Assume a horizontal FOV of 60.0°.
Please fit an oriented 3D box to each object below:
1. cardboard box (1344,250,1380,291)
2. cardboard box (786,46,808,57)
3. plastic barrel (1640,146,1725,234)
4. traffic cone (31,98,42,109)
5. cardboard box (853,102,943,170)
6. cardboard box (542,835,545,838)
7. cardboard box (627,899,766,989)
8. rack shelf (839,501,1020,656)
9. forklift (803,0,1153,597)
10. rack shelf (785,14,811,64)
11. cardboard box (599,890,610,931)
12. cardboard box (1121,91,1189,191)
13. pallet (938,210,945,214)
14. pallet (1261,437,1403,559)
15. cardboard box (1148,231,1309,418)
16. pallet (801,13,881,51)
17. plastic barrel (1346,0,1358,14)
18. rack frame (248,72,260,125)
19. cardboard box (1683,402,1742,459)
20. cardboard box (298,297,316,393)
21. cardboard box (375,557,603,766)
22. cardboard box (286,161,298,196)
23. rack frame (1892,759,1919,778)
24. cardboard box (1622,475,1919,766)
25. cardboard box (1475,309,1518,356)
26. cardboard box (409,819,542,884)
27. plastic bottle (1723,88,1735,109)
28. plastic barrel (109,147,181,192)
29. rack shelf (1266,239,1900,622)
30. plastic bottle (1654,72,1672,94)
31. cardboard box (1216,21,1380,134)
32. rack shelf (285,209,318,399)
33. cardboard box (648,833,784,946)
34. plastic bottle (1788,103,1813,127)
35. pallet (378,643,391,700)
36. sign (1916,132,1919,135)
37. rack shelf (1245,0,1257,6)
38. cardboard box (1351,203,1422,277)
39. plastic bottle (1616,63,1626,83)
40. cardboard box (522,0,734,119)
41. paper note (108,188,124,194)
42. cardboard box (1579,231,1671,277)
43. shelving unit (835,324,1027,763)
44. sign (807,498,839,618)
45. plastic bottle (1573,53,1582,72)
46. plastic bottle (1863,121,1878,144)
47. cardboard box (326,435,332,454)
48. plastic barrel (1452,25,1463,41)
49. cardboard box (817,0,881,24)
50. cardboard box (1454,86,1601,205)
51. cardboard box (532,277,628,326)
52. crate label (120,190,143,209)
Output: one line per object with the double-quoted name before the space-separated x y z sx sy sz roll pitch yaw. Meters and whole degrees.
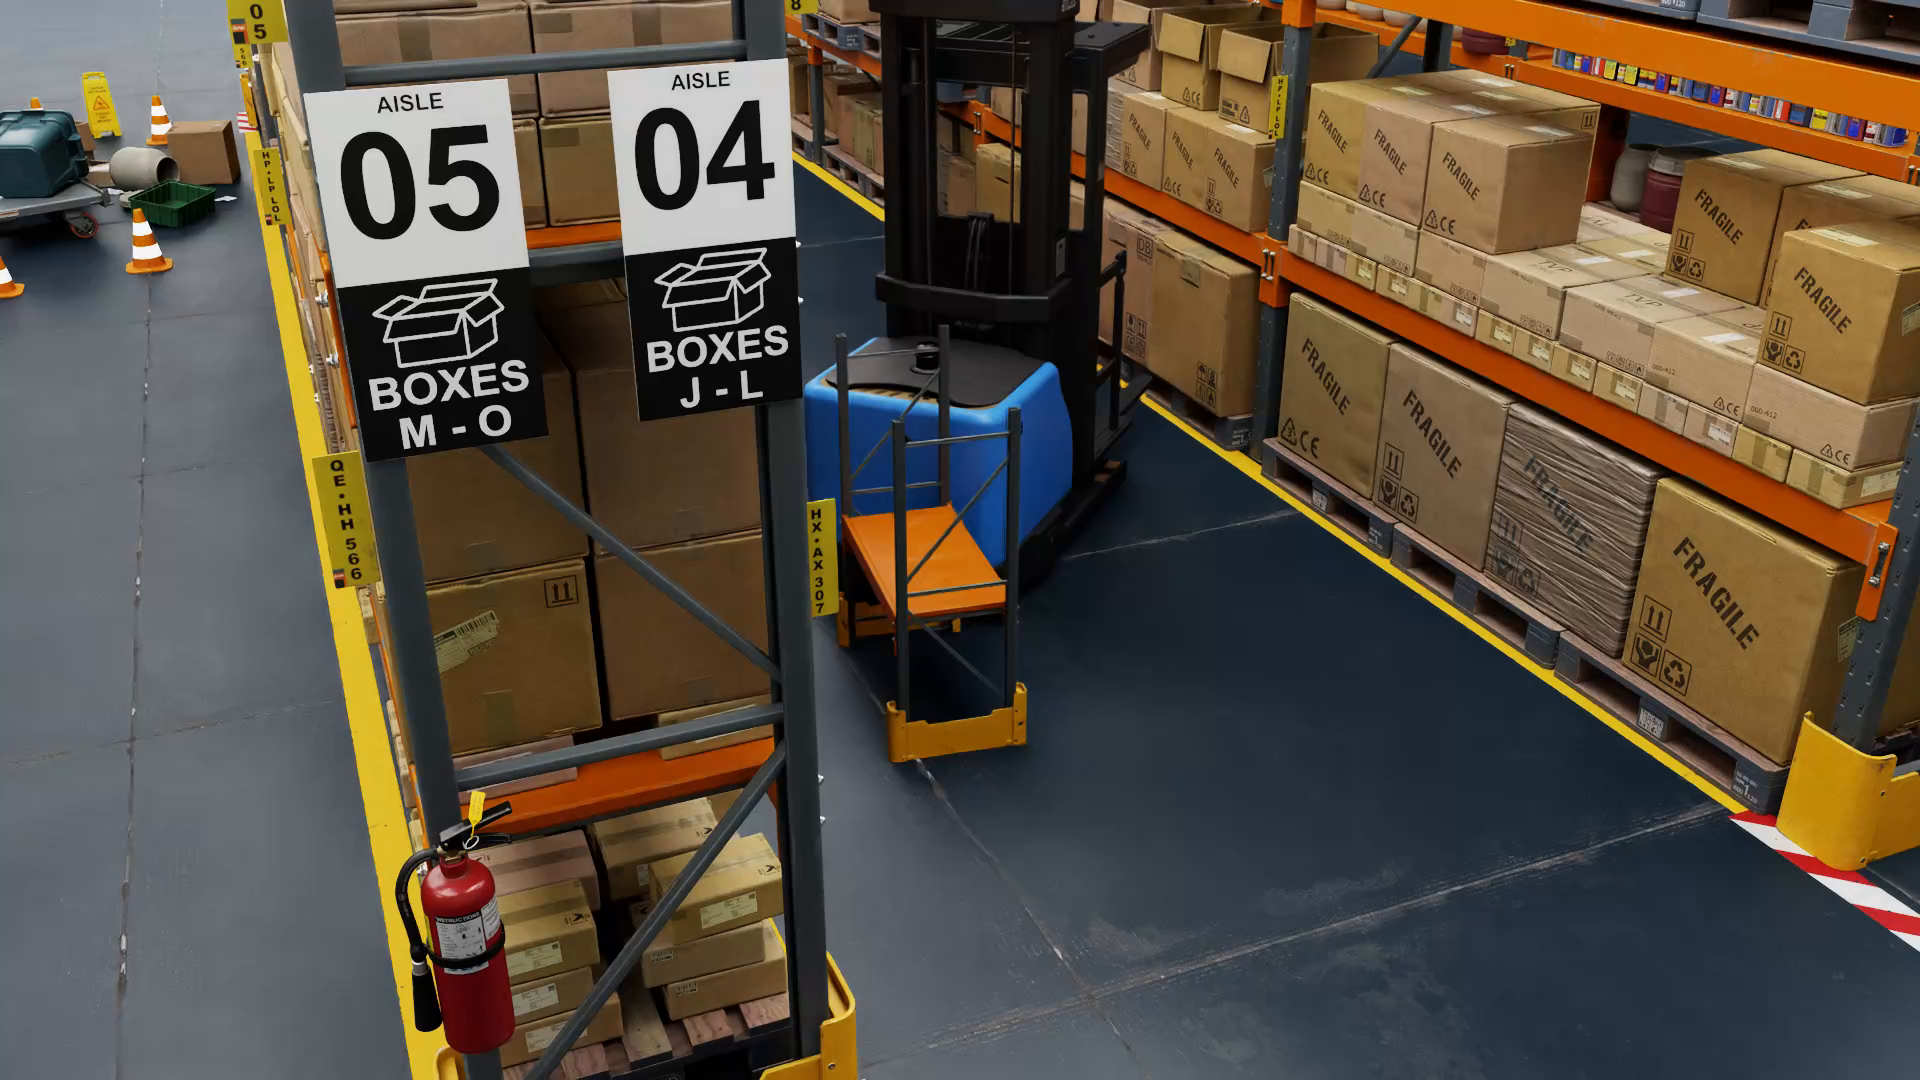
"cardboard box" 2.193 -1.393 8.470 0.380 0.149 0.250 -10 28 -19
"cardboard box" -1.800 -5.058 18.061 0.500 0.500 0.500 -8 27 -16
"plastic barrel" 5.817 -2.815 13.366 0.600 0.588 0.708 -11 28 -21
"traffic cone" -9.398 -4.272 16.973 0.336 0.463 0.334 -11 28 -21
"cardboard box" -0.566 -3.751 15.361 0.700 0.500 0.500 -11 28 -21
"cardboard box" -1.535 1.117 5.475 0.380 0.149 0.250 -12 28 -23
"cardboard box" -0.829 1.235 5.234 0.380 0.149 0.250 -9 28 -18
"rack shelf" -0.151 0.145 7.154 0.538 0.185 1.000 -7 27 -14
"forklift" 0.290 -1.586 8.657 1.130 2.935 3.031 11 28 21
"rack shelf" -1.739 -5.608 17.637 1.077 0.370 4.000 -11 28 -21
"cardboard box" -1.052 1.167 5.712 0.380 0.149 0.250 -10 28 -20
"cardboard box" 1.344 -2.492 10.321 0.500 0.500 0.500 -11 28 -21
"pallet" 0.306 -2.572 13.777 1.003 0.211 1.213 -11 28 -21
"pallet" 2.402 -0.321 9.167 1.003 0.211 1.213 -11 28 -21
"cardboard box" 1.908 -1.383 10.107 1.225 0.875 0.875 -10 28 -20
"pallet" -0.791 -4.704 15.185 1.003 0.211 1.213 -11 28 -21
"plastic barrel" 3.978 -5.352 16.451 0.301 0.262 0.301 0 26 0
"rack frame" -7.126 -5.927 17.471 1.000 3.000 0.127 -11 28 -21
"cardboard box" 3.100 -0.461 6.561 0.380 0.149 0.250 -11 28 -20
"cardboard box" -3.751 -1.231 10.224 0.500 0.500 0.500 -10 28 -20
"cardboard box" -1.273 0.216 4.436 0.500 0.500 0.500 -10 28 -20
"cardboard box" -2.088 -1.071 5.933 0.500 0.500 0.500 -10 28 -20
"rack frame" 3.740 -0.279 5.903 0.949 2.616 0.053 -11 28 -21
"cardboard box" 3.419 0.242 6.779 0.875 0.875 0.875 -11 28 -21
"cardboard box" 2.598 -0.976 7.616 0.380 0.149 0.250 -11 28 -22
"cardboard box" -1.565 0.993 5.391 0.380 0.149 0.250 -11 28 -22
"plastic bottle" 5.728 -3.301 12.318 0.097 0.201 0.097 0 26 0
"plastic barrel" -7.415 -3.349 15.127 0.512 0.421 0.421 8 27 15
"rack shelf" 2.960 -0.764 7.715 1.077 0.370 4.000 -11 28 -21
"plastic bottle" 5.450 -3.603 12.844 0.061 0.283 0.133 -11 28 -21
"cardboard box" 1.919 -2.647 9.494 0.797 0.503 0.637 -11 28 -22
"rack shelf" -3.210 -1.567 9.361 1.077 0.370 4.000 -11 28 -21
"cardboard box" -0.753 1.087 5.197 0.380 0.149 0.250 -12 28 -23
"plastic bottle" 6.001 -3.113 11.763 0.144 0.351 0.185 -11 28 -21
"pallet" -2.131 0.435 7.618 1.003 0.211 1.213 -11 28 -21
"sign" 6.227 -2.776 10.701 0.100 0.325 0.005 -11 28 -21
"rack shelf" 2.818 -6.459 19.380 1.077 0.370 4.000 -11 28 -21
"cardboard box" 2.310 -1.524 8.285 0.500 0.250 0.500 -11 28 -21
"plastic bottle" 5.293 -3.749 13.235 0.097 0.201 0.097 0 26 0
"cardboard box" -0.797 -1.199 3.970 0.500 0.250 0.500 -10 28 -20
"paper note" -7.775 -3.209 15.296 0.172 0.023 0.155 -1 26 -3
"cardboard box" 3.191 -1.208 7.637 0.500 0.250 0.500 -11 28 -22
"shelving unit" -0.149 -0.013 7.067 0.587 1.500 1.083 -7 27 -14
"sign" -0.361 0.050 4.243 0.100 0.325 0.005 -11 28 -21
"plastic bottle" 5.098 -3.950 13.648 0.097 0.201 0.097 0 26 0
"plastic bottle" 6.212 -2.802 11.296 0.097 0.201 0.097 0 26 0
"cardboard box" -2.948 -0.404 8.529 0.500 0.500 0.500 -11 28 -22
"plastic barrel" 4.568 -4.789 15.012 0.421 0.512 0.421 0 26 0
"cardboard box" -0.774 -5.237 14.896 1.000 1.000 1.000 -10 28 -20
"cardboard box" 2.795 -1.955 8.313 0.500 0.500 0.500 -10 28 -20
"cardboard box" -0.995 -0.526 4.815 0.500 0.500 0.500 -10 28 -19
"crate label" -7.296 -3.021 14.781 0.250 0.136 0.298 13 29 24
